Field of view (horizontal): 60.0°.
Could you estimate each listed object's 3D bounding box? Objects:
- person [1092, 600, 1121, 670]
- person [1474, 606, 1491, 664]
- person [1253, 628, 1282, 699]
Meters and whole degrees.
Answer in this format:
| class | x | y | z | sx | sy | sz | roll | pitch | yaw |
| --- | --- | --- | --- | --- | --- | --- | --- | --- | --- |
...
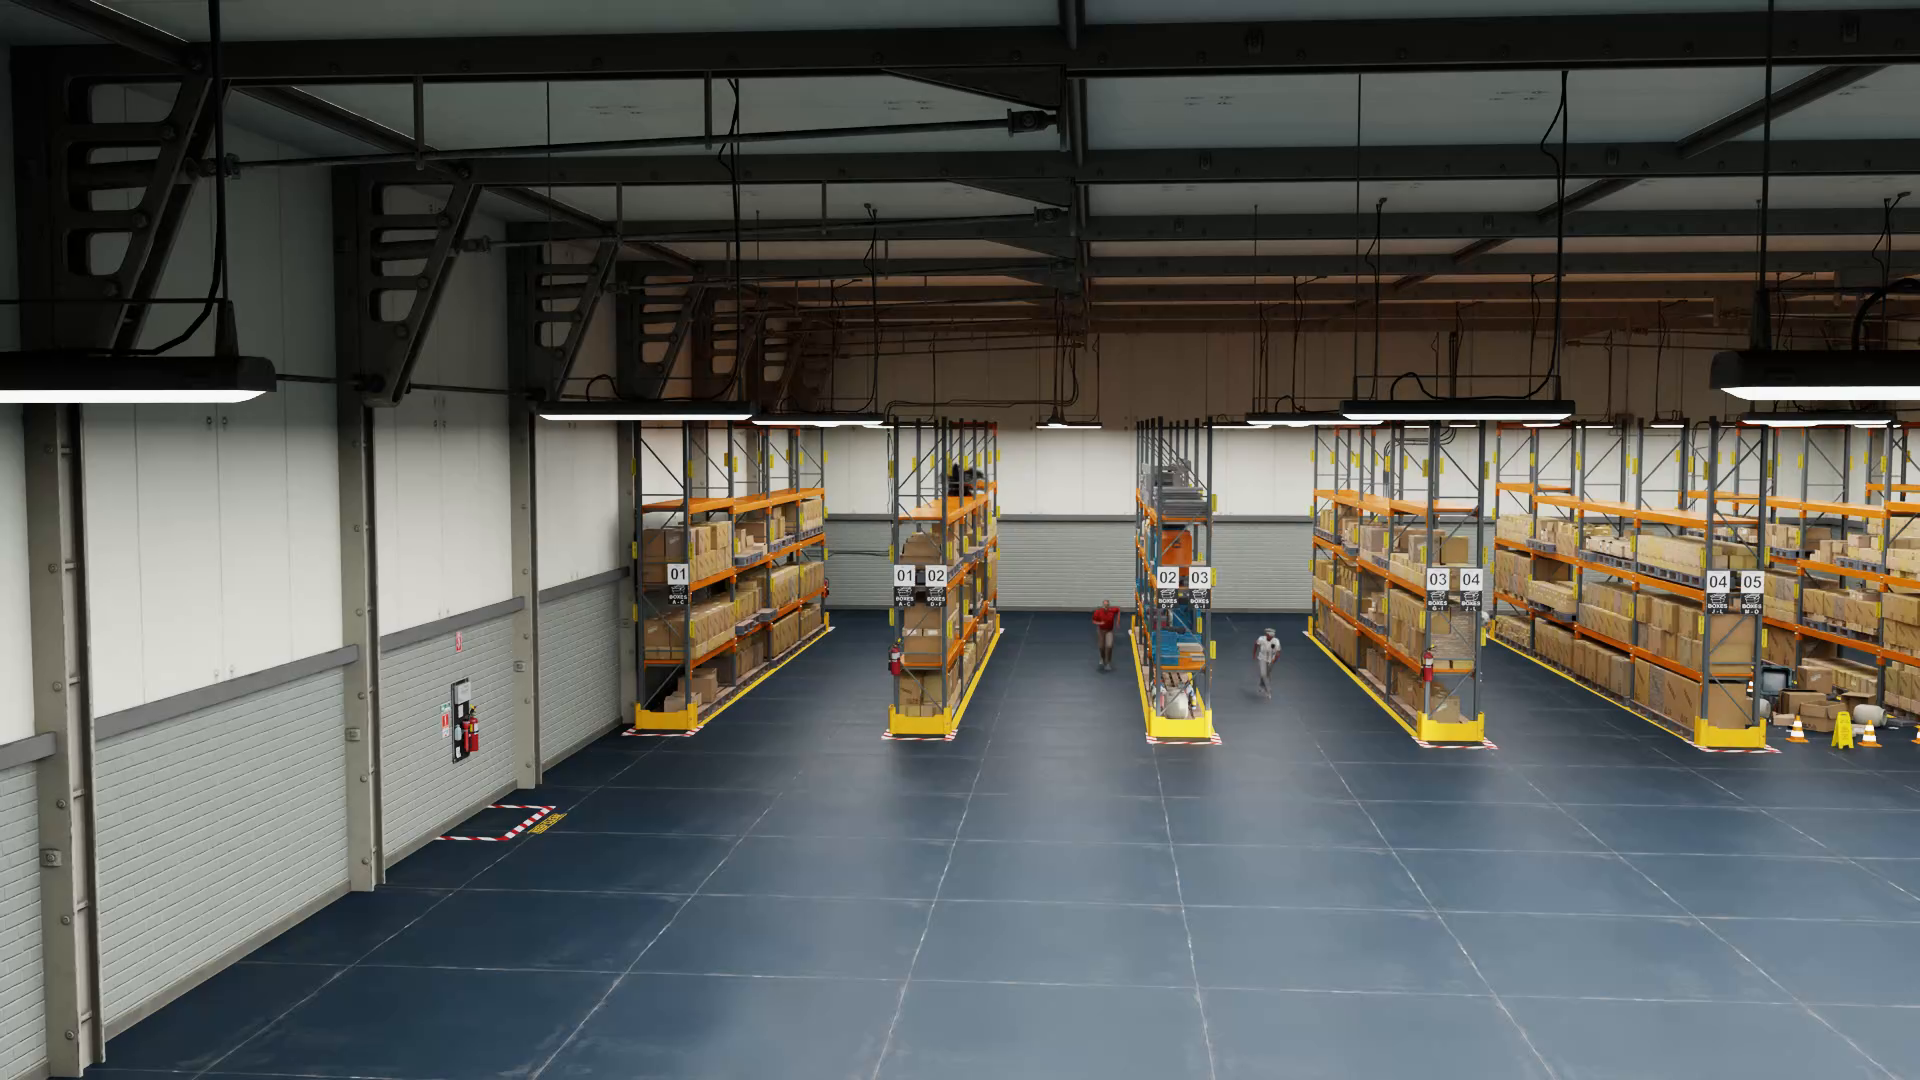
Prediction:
| class | x | y | z | sx | sy | sz | roll | pitch | yaw |
| --- | --- | --- | --- | --- | --- | --- | --- | --- | --- |
| person | 3.537 | 2.305 | 40.252 | 0.702 | 1.739 | 0.982 | 0 | 4 | 2 |
| person | 12.824 | 2.307 | 41.237 | 0.603 | 1.524 | 1.086 | 1 | 4 | 11 |
| person | 6.621 | 2.617 | 35.915 | 0.592 | 1.510 | 0.995 | 0 | 4 | 5 |
